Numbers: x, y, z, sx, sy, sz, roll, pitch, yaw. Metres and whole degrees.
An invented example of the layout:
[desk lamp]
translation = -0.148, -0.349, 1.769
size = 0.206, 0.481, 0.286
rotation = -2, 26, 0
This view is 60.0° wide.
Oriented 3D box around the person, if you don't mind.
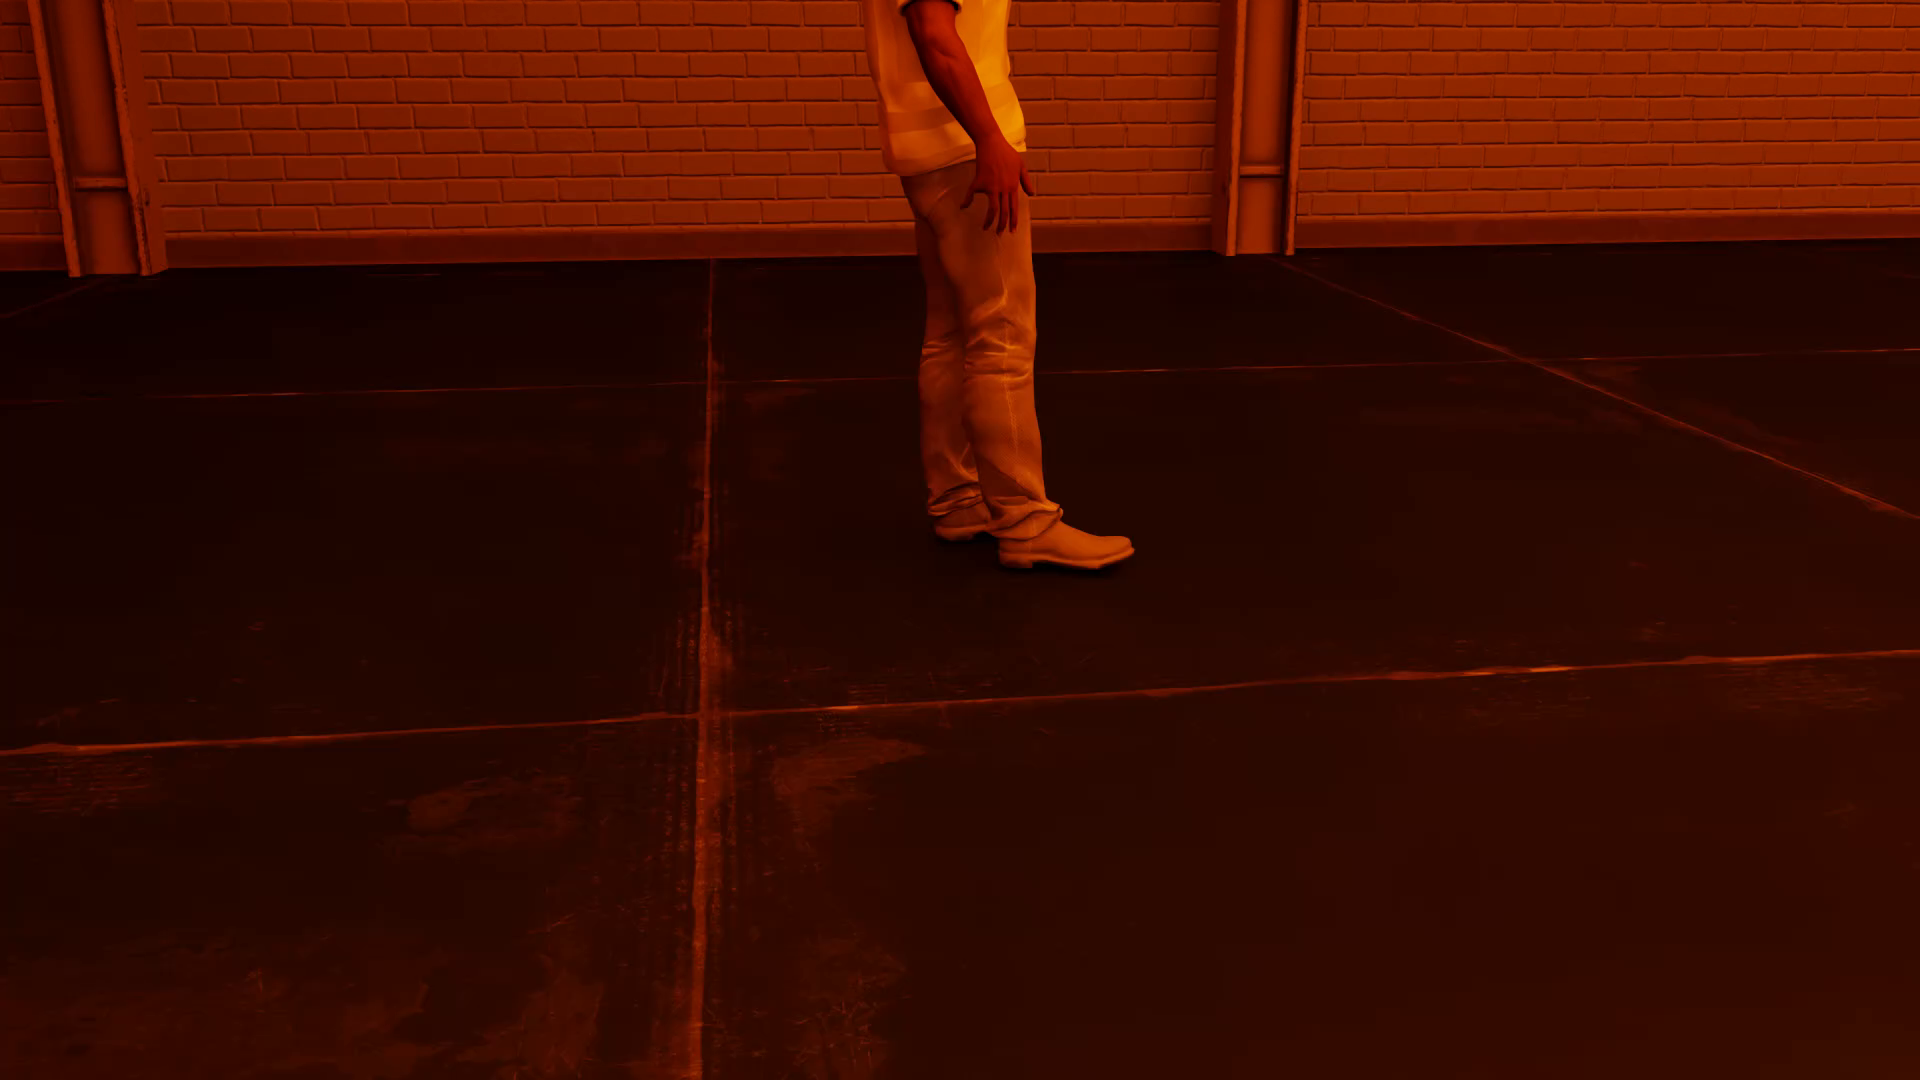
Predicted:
[person]
translation = 0.069, -0.854, 3.712
size = 0.577, 1.765, 0.665
rotation = -2, 17, -8
